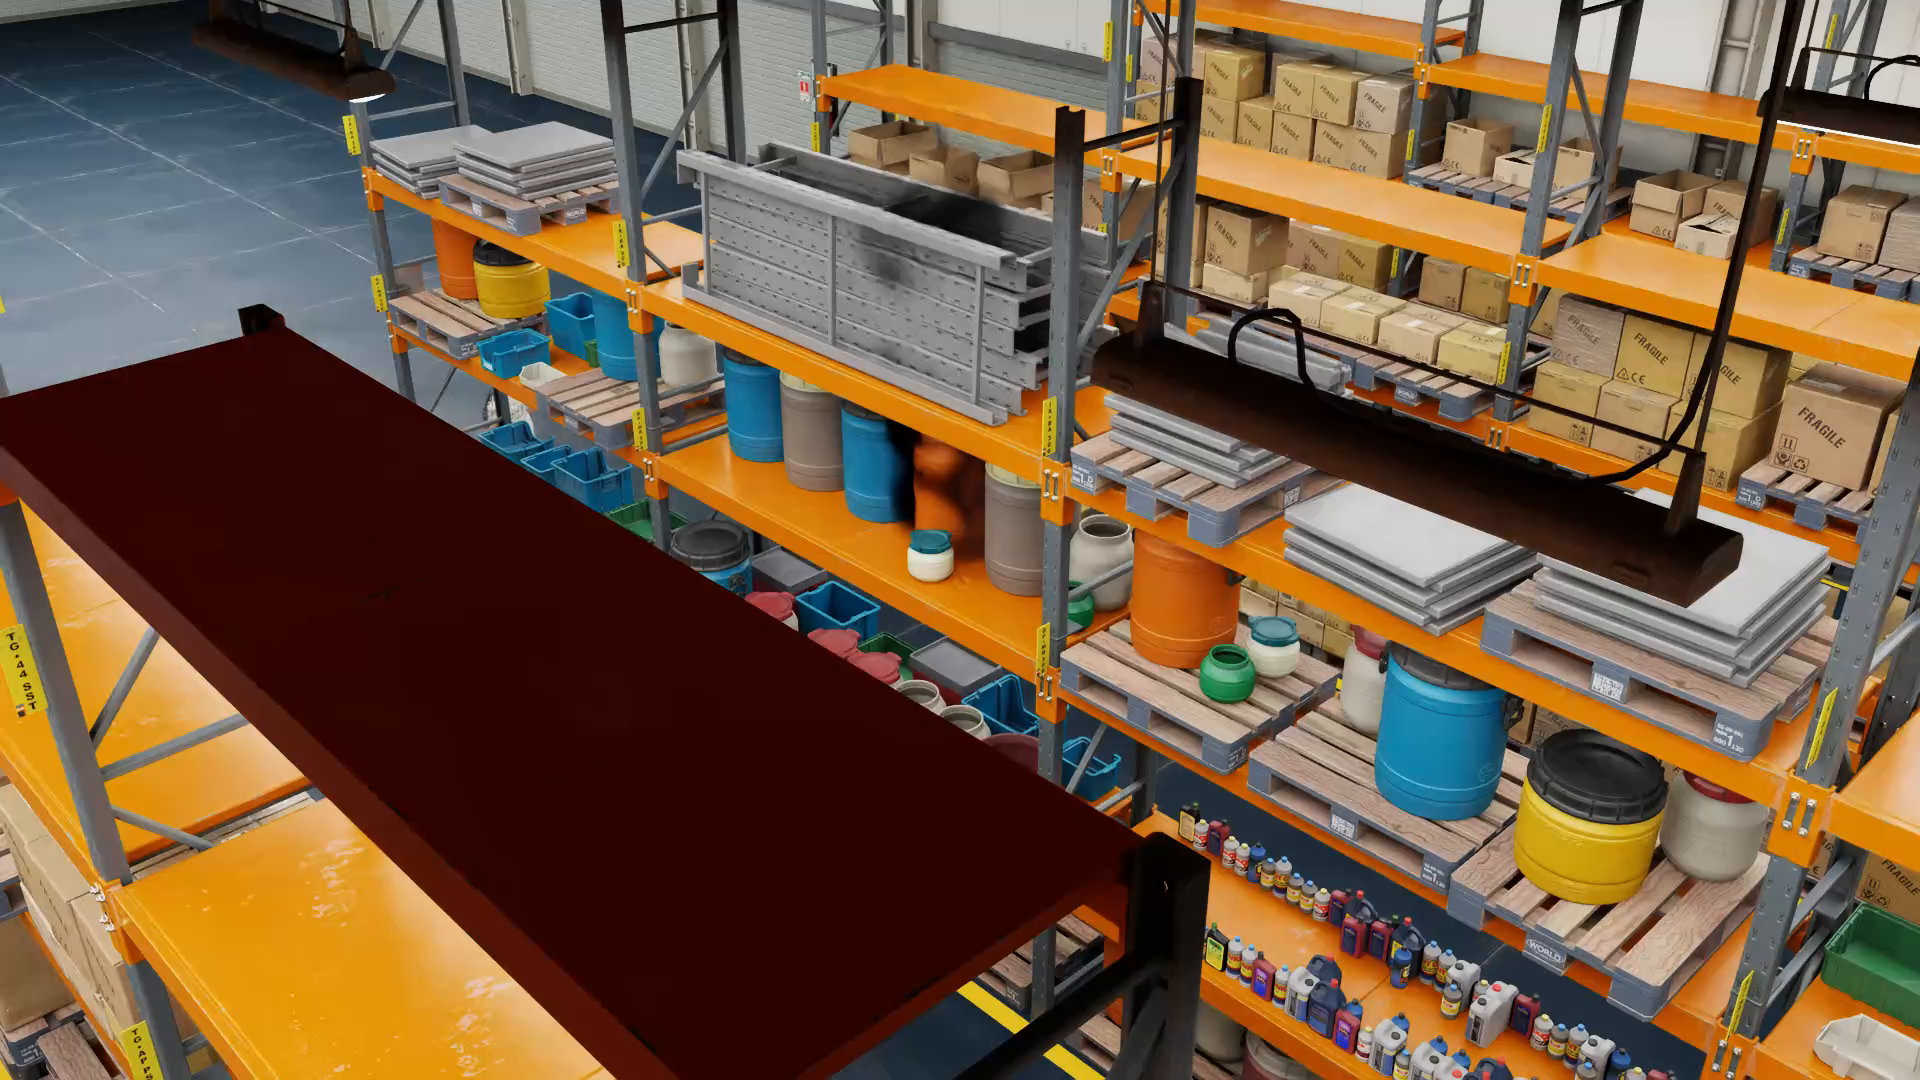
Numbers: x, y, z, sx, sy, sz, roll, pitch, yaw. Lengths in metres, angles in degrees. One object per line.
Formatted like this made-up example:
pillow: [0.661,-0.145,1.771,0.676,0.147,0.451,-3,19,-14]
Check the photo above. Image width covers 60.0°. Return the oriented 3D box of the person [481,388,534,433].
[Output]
person: [-4.547,-1.051,17.006,0.753,1.763,0.701,7,29,13]
